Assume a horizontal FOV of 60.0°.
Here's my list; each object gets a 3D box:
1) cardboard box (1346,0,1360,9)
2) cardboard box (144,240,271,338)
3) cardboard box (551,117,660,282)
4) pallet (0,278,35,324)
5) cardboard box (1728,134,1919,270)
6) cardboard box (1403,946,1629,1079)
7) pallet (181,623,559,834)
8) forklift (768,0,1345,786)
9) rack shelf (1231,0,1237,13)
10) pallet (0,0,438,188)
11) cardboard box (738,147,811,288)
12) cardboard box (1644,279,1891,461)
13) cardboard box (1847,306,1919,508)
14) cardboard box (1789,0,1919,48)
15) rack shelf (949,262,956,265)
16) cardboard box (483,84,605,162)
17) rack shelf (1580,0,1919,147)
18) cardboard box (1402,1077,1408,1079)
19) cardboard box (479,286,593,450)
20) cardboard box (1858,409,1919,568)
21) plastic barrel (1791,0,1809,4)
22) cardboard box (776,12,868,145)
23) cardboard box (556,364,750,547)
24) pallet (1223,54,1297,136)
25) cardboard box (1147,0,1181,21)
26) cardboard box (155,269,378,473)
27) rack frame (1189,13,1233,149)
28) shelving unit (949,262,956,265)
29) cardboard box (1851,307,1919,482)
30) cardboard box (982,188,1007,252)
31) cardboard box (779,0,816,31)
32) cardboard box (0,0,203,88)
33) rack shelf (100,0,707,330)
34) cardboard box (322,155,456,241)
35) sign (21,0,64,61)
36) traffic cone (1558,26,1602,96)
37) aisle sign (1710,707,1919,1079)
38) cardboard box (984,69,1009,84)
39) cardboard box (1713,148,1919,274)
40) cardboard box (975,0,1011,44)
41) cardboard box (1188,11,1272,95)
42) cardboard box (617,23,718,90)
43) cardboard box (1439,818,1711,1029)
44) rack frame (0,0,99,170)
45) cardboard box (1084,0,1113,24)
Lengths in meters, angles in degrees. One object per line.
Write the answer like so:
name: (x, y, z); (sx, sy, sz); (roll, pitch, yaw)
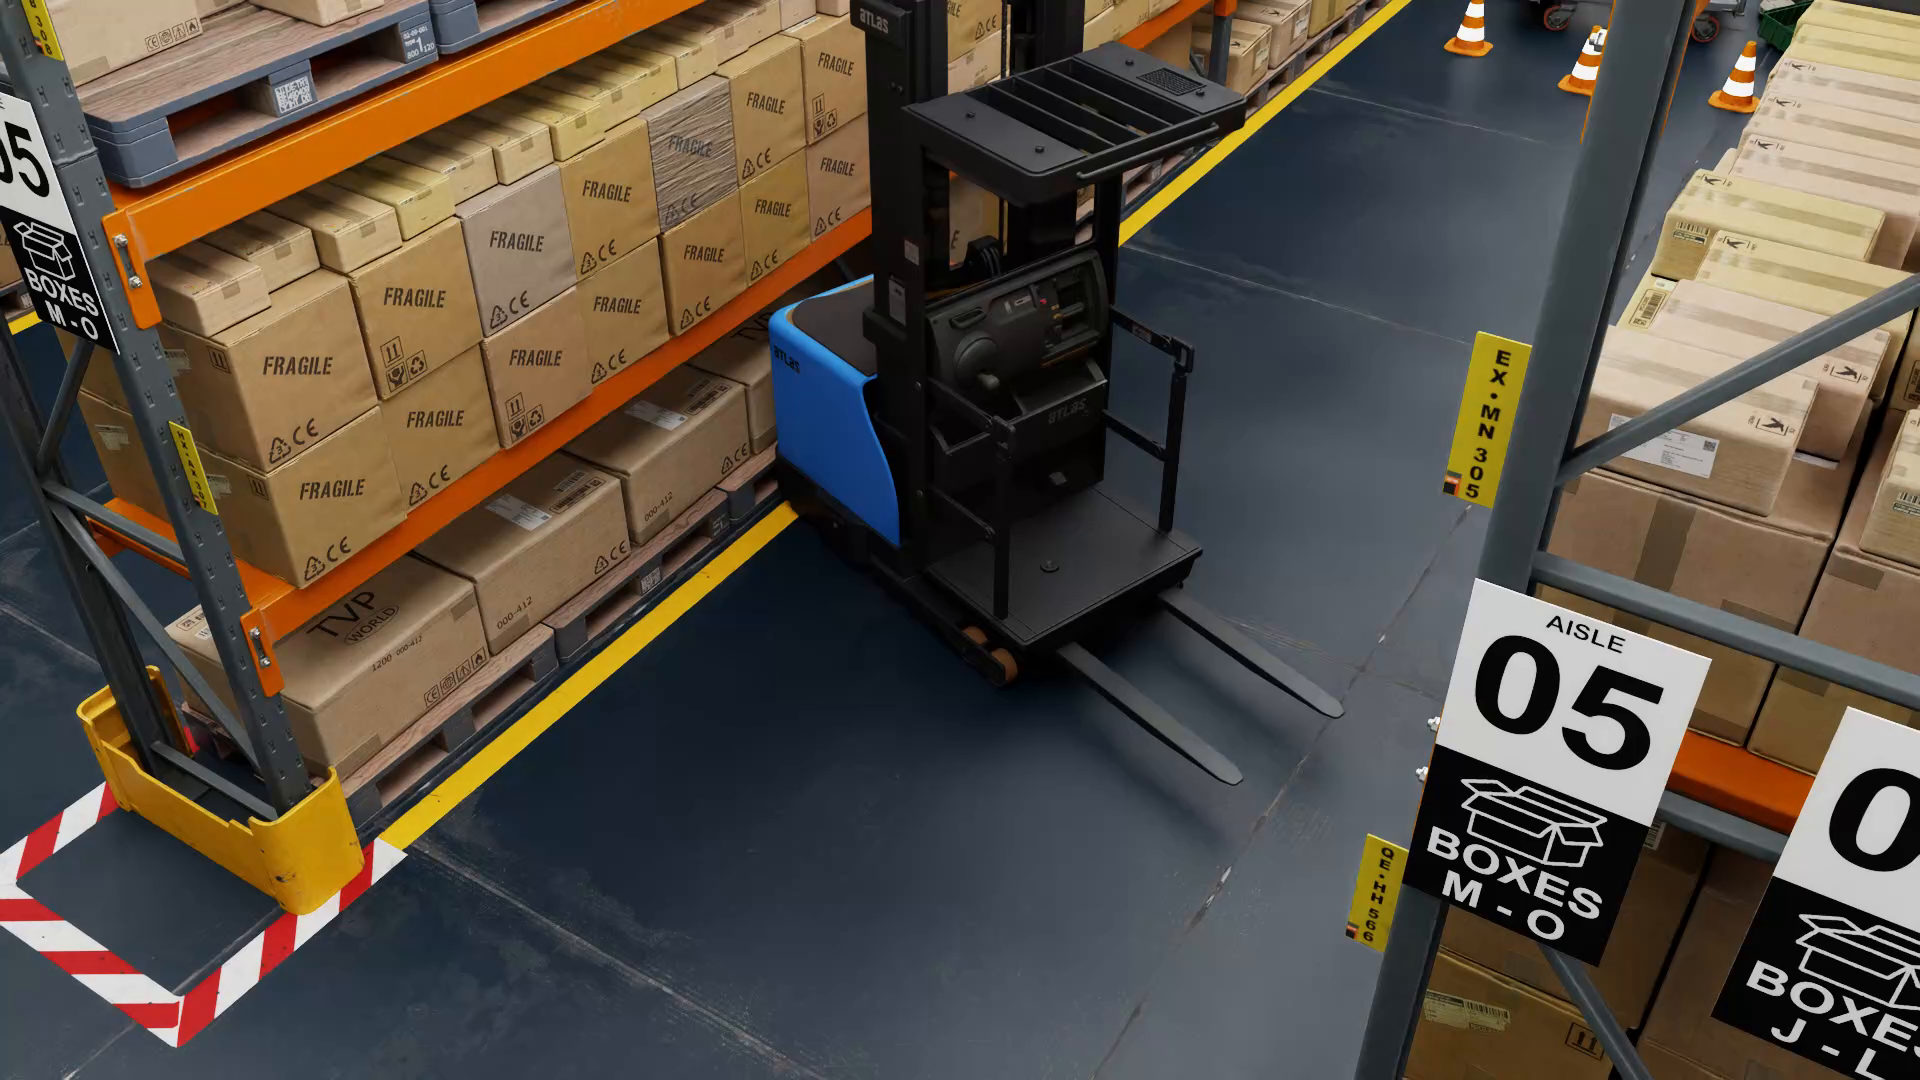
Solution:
cardboard box: (2.883, -4.703, 13.642); (0.950, 0.372, 0.625); (24, 44, 28)
cardboard box: (-2.461, -0.819, 5.363); (0.380, 0.149, 0.250); (22, 43, 26)
cardboard box: (-1.580, -1.418, 6.671); (0.500, 0.500, 0.500); (21, 42, 25)
pallet: (-5.956, -1.628, 10.129); (1.003, 0.211, 1.213); (21, 42, 25)
cardboard box: (1.868, -0.729, 3.608); (0.380, 0.149, 0.250); (20, 42, 24)
cardboard box: (1.373, 1.060, 4.032); (0.500, 0.500, 0.500); (22, 43, 26)
pallet: (-2.522, 0.633, 7.196); (1.003, 0.211, 1.213); (21, 42, 25)
forklift: (0.393, -0.862, 6.907); (1.130, 2.935, 3.031); (-26, 45, -30)
rack shelf: (2.473, -4.904, 12.684); (1.077, 0.370, 4.000); (21, 42, 25)
pallet: (-2.496, -1.573, 5.389); (1.003, 0.211, 1.213); (21, 42, 25)
cardboard box: (-1.045, -1.546, 7.656); (0.500, 0.500, 0.500); (20, 42, 24)
cardboard box: (1.476, -0.321, 3.079); (0.380, 0.149, 0.250); (22, 43, 26)
cardboard box: (2.083, -0.204, 3.254); (0.500, 0.250, 0.500); (21, 42, 25)
cardboard box: (2.387, -1.281, 4.324); (0.380, 0.149, 0.250); (23, 43, 27)
rack shelf: (0.044, -1.280, 8.543); (0.240, 0.259, 0.215); (-2, 38, -2)
cardboard box: (-1.594, -1.605, 6.382); (0.380, 0.149, 0.250); (20, 42, 24)
rack shelf: (2.421, -1.588, 3.471); (1.077, 0.370, 4.000); (21, 42, 25)
cardboard box: (1.285, 1.372, 4.159); (0.380, 0.149, 0.250); (21, 42, 25)
cardboard box: (-1.850, -0.753, 6.628); (0.500, 0.500, 0.500); (21, 42, 25)
cardboard box: (1.715, -0.044, 2.720); (0.380, 0.149, 0.250); (21, 42, 25)
plastic barrel: (7.091, -4.720, 13.965); (0.421, 0.421, 0.512); (-11, 39, -14)
cardboard box: (-0.761, -2.198, 7.683); (0.500, 0.500, 0.500); (21, 42, 25)
cardboard box: (-1.648, -0.497, 8.133); (0.875, 0.438, 0.875); (20, 42, 24)
pallet: (1.821, -3.456, 12.500); (1.003, 0.211, 1.213); (21, 42, 25)
cardboard box: (1.089, -3.485, 10.376); (0.500, 0.250, 0.500); (22, 43, 26)
cardboard box: (-2.387, -0.624, 5.641); (0.500, 0.500, 0.500); (20, 42, 24)
rack frame: (1.401, -4.158, 11.127); (1.000, 3.000, 0.127); (21, 42, 25)
shelving unit: (0.044, -1.064, 8.710); (0.252, 1.050, 0.215); (-2, 38, -2)
cardboard box: (2.356, -0.283, 3.766); (0.500, 0.250, 0.500); (20, 42, 24)
cardboard box: (0.000, -2.235, 10.028); (0.875, 0.875, 0.875); (22, 43, 26)
cardboard box: (-0.871, -2.425, 7.447); (0.380, 0.149, 0.250); (22, 43, 26)
cardboard box: (-2.720, -1.630, 5.087); (0.500, 0.250, 0.500); (17, 41, 21)
rack shelf: (-1.813, -1.968, 6.418); (1.077, 0.370, 4.000); (21, 42, 25)
cardboard box: (-2.019, -1.216, 5.877); (0.380, 0.149, 0.250); (20, 42, 24)
sign: (-2.419, -1.415, 4.331); (0.100, 0.325, 0.005); (21, 42, 25)
traffic cone: (4.751, -3.642, 12.535); (0.336, 0.463, 0.334); (21, 42, 25)
aisle sign: (1.563, 0.639, 2.774); (0.394, 0.787, 0.004); (21, 42, 25)
cardboard box: (-0.007, -2.445, 9.026); (0.500, 0.250, 0.500); (20, 42, 24)
cardboard box: (1.931, -0.642, 3.821); (0.500, 0.250, 0.500); (22, 43, 26)
cardboard box: (-0.014, -2.936, 8.640); (0.500, 0.500, 0.500); (21, 42, 25)
cardboard box: (1.713, -3.572, 12.174); (0.950, 0.372, 0.625); (18, 41, 22)
cardboard box: (-1.237, -2.023, 6.925); (0.380, 0.149, 0.250); (21, 42, 25)
cardboard box: (1.384, 0.662, 3.729); (0.500, 0.500, 0.500); (20, 42, 24)
rack frame: (-2.885, -2.410, 3.945); (1.000, 3.000, 0.127); (21, 42, 25)
cardboard box: (0.550, -3.160, 9.545); (0.500, 0.250, 0.500); (20, 42, 24)
